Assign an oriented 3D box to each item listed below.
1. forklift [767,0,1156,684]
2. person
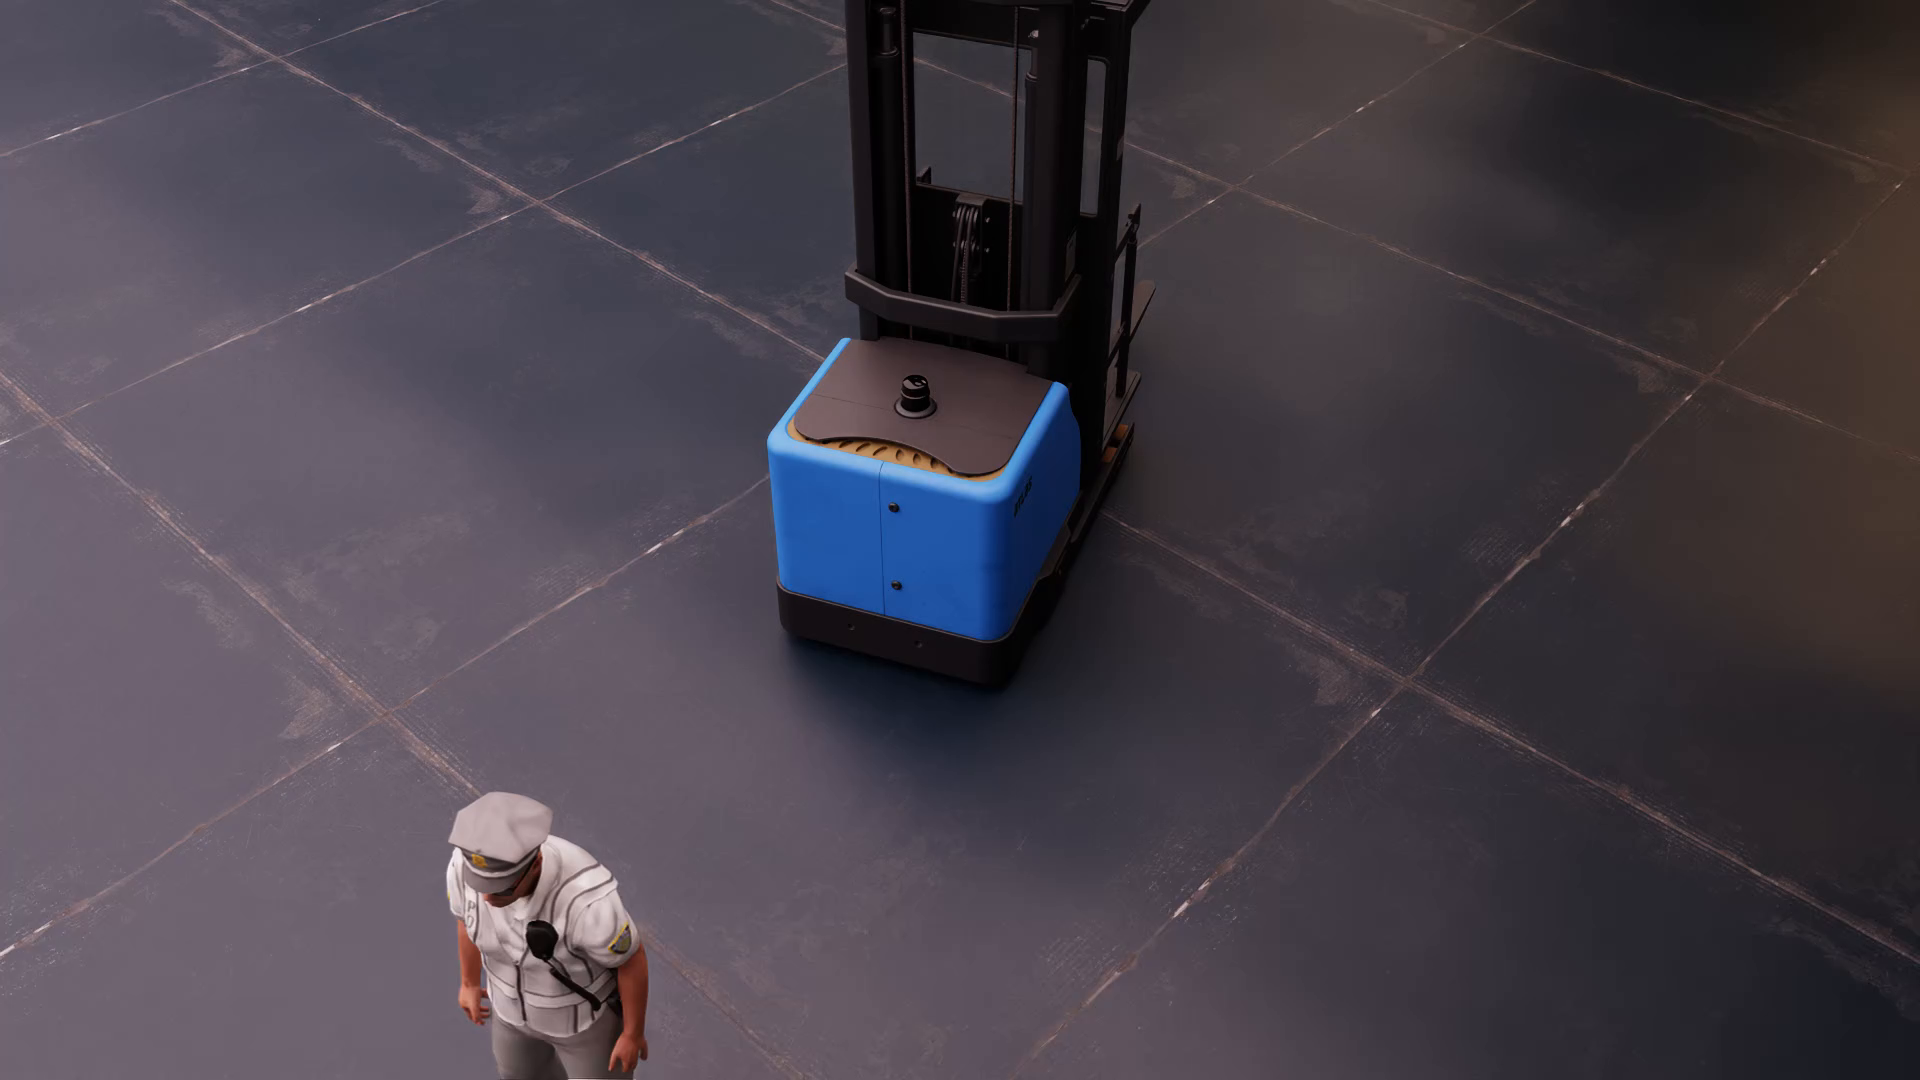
[{"bbox_3d":[0.211,-1.484,7.158,1.130,2.935,3.031,14,42,15],"label":"forklift"},{"bbox_3d":[-1.159,1.312,4.805,0.603,1.750,0.432,14,42,15],"label":"person"}]
